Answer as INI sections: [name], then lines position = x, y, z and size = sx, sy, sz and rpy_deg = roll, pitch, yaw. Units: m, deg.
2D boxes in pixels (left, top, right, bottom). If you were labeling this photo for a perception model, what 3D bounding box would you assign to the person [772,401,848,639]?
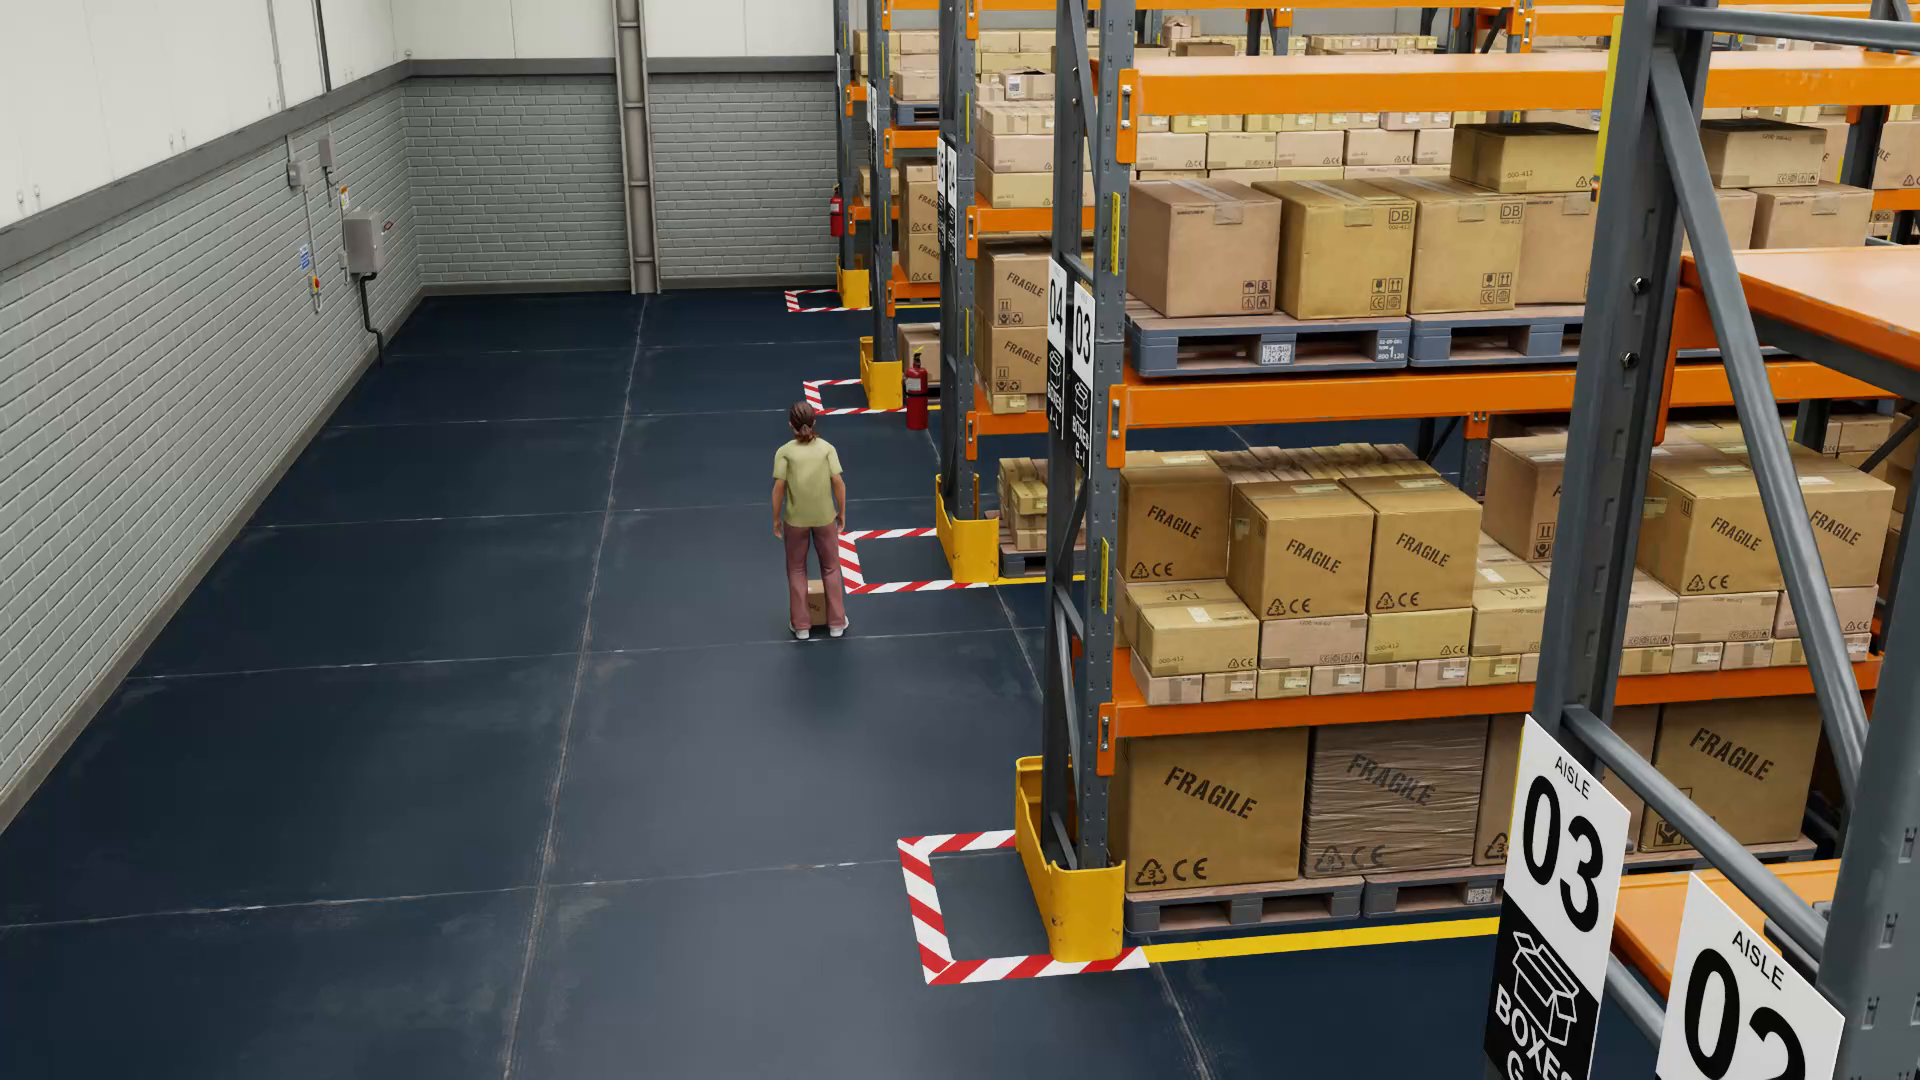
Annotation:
[person]
position = -1.032, -0.132, 11.443
size = 0.521, 1.668, 0.358
rpy_deg = -4, 20, -10
